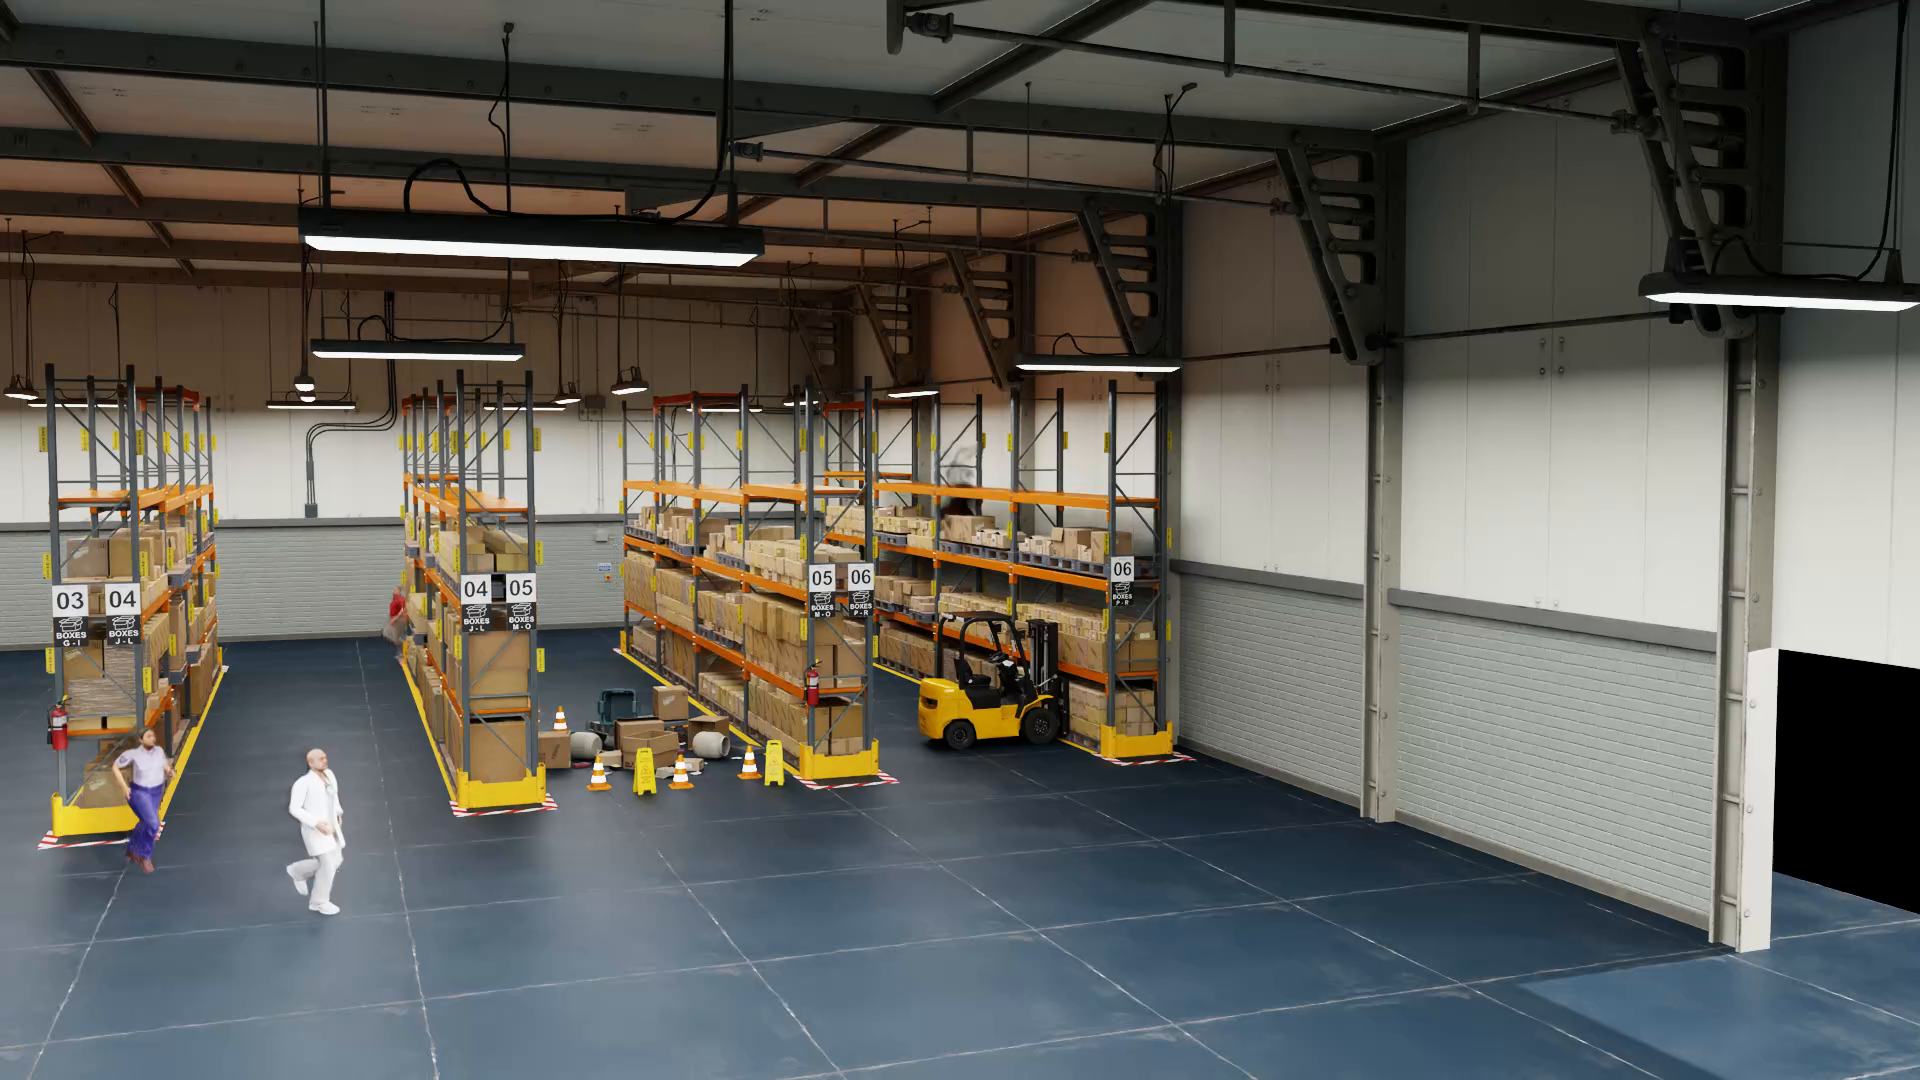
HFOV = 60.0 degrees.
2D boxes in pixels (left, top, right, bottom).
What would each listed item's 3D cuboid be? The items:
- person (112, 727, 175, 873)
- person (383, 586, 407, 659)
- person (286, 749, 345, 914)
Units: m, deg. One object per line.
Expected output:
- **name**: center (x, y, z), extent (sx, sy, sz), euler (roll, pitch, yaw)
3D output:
- **person**: center (-9.591, 3.046, 19.599), extent (0.746, 1.700, 0.595), euler (1, 4, 20)
- **person**: center (-13.107, 1.906, 38.602), extent (0.526, 1.692, 0.689), euler (-2, 4, -32)
- **person**: center (-6.912, 3.097, 17.772), extent (0.716, 1.757, 0.712), euler (1, 3, 17)
